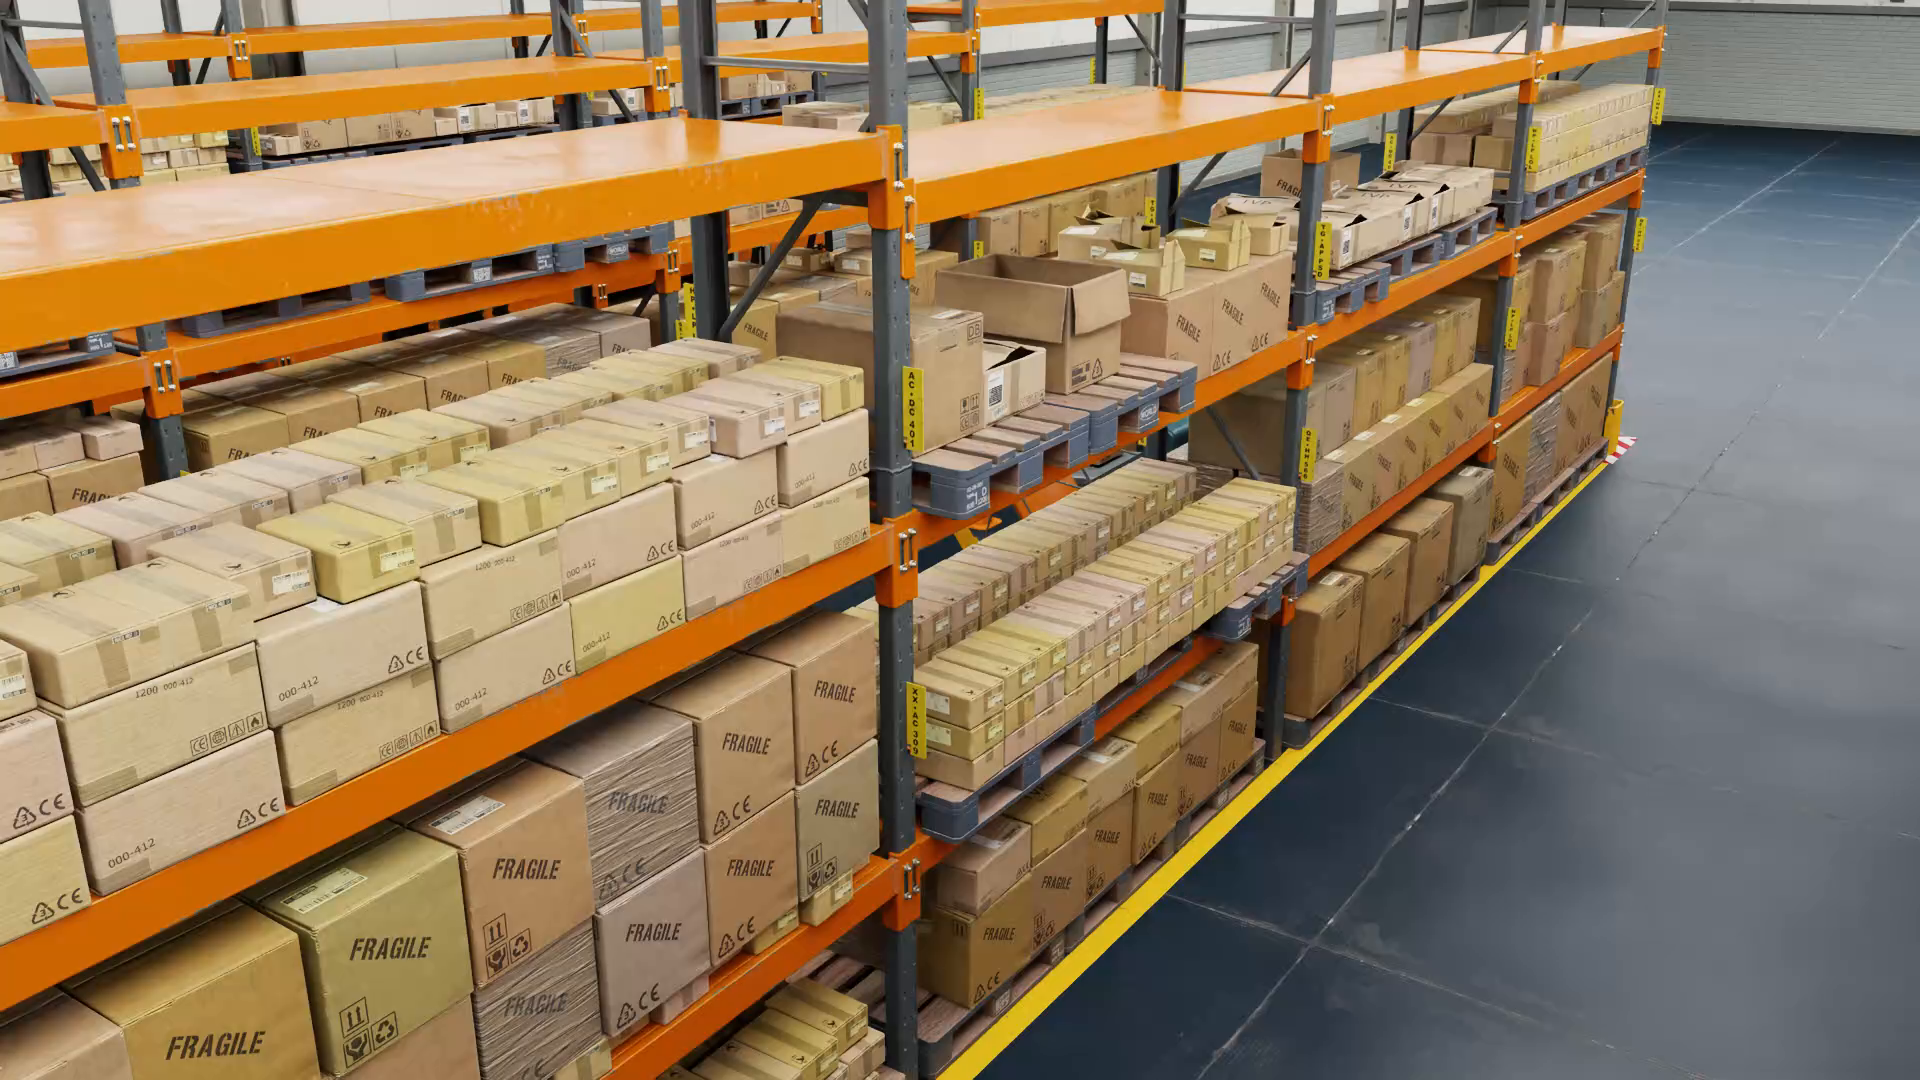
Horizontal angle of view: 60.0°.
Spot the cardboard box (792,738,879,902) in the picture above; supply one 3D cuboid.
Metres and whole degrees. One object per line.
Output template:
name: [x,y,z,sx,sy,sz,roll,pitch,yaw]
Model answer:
cardboard box: [-0.673,1.052,6.671,0.500,0.500,0.500,13,24,32]

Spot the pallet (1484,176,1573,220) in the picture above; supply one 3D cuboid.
pallet: [4.331,-2.849,13.594,1.003,0.211,1.213,13,24,32]

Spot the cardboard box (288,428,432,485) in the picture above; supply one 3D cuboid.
cardboard box: [-1.914,-0.232,5.312,0.380,0.149,0.250,12,24,30]

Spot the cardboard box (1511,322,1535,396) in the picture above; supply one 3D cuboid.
cardboard box: [4.350,-1.591,14.175,0.875,0.550,0.550,13,24,32]

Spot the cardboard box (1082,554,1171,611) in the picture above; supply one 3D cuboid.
cardboard box: [0.841,0.214,8.409,0.380,0.149,0.250,14,25,33]

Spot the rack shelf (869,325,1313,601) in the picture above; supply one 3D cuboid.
rack shelf: [0.489,-0.599,8.420,1.077,0.370,4.000,13,24,32]

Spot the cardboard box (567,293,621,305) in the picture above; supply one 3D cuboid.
cardboard box: [-4.279,-2.709,19.330,0.500,0.250,0.500,14,24,33]

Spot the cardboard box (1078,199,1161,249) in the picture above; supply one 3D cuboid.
cardboard box: [0.868,-1.705,9.128,0.396,0.266,0.258,13,24,32]

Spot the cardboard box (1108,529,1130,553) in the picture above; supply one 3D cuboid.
cardboard box: [0.736,0.006,9.401,0.380,0.149,0.250,13,24,32]

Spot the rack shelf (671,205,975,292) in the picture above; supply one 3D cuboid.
rack shelf: [-1.413,-2.683,14.054,1.077,0.370,4.000,13,24,32]

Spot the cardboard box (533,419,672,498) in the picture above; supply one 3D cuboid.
cardboard box: [-1.164,-0.270,5.414,0.380,0.149,0.250,12,24,30]

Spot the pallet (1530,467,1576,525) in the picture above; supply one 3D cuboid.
pallet: [5.039,-0.497,15.452,1.003,0.211,1.213,13,24,32]

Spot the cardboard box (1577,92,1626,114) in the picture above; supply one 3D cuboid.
cardboard box: [5.631,-3.851,14.641,0.380,0.149,0.250,13,24,32]

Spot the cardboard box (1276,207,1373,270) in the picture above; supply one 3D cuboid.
cardboard box: [2.202,-1.877,10.217,0.500,0.311,0.500,13,24,32]

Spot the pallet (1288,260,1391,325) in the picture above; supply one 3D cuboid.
pallet: [1.932,-1.616,10.407,1.213,0.211,1.003,15,25,34]

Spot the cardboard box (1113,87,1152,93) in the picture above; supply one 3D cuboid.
cardboard box: [1.837,-4.777,17.891,0.380,0.149,0.250,14,24,33]

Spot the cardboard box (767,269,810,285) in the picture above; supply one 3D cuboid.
cardboard box: [-1.640,-2.059,14.478,0.500,0.500,0.500,12,24,30]

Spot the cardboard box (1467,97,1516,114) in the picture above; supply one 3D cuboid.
cardboard box: [4.514,-3.687,14.195,0.380,0.149,0.250,13,24,31]

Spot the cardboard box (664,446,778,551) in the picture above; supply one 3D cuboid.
cardboard box: [-0.986,-0.197,5.794,0.500,0.250,0.500,12,24,30]

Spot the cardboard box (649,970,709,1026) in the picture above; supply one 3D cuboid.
cardboard box: [-1.150,1.603,6.116,0.380,0.149,0.250,12,23,30]

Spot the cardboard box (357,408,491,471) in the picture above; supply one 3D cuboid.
cardboard box: [-1.778,-0.309,5.522,0.380,0.149,0.250,15,25,34]

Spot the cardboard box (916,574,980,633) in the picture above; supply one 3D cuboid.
cardboard box: [-0.126,0.307,8.158,0.380,0.149,0.250,13,24,32]

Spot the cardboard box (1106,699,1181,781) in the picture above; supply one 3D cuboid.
cardboard box: [0.872,1.058,9.146,0.500,0.250,0.500,14,24,33]

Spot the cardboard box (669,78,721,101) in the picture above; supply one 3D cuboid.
cardboard box: [-3.214,-5.391,19.442,0.797,0.503,0.637,14,25,34]

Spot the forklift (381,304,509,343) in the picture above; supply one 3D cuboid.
forklift: [-3.880,-1.319,13.754,1.130,2.935,3.031,13,24,32]

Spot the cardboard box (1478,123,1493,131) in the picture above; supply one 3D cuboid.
cardboard box: [4.211,-3.307,13.743,0.500,0.250,0.500,13,24,32]

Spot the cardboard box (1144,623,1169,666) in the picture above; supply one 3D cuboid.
cardboard box: [0.841,0.495,8.508,0.380,0.149,0.250,12,23,29]

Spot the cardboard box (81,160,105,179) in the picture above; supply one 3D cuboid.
cardboard box: [-7.260,-3.098,13.783,0.380,0.149,0.250,14,24,32]

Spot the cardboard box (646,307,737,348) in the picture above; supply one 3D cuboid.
cardboard box: [-2.093,-1.507,12.984,0.500,0.500,0.500,12,24,30]

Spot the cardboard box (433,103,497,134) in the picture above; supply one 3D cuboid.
cardboard box: [-5.033,-4.287,16.735,0.500,0.311,0.500,12,24,30]

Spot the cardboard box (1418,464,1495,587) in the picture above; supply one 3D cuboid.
cardboard box: [3.587,-0.197,13.258,1.050,0.750,0.750,13,24,32]

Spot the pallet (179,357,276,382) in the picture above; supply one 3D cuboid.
pallet: [-6.967,-1.708,14.983,1.213,0.211,1.003,13,24,32]

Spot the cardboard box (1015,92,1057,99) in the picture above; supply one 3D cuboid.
cardboard box: [0.794,-4.594,17.398,0.380,0.149,0.250,14,25,33]

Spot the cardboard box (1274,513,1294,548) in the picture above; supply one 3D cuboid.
cardboard box: [1.712,-0.091,9.663,0.380,0.149,0.250,14,24,33]

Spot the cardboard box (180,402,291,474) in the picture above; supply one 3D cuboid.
cardboard box: [-4.301,-0.478,9.795,0.500,0.500,0.500,14,24,32]

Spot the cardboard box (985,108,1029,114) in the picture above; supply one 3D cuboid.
cardboard box: [0.436,-4.031,15.875,0.380,0.149,0.250,12,24,30]

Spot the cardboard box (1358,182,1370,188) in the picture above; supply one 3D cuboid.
cardboard box: [3.074,-2.534,12.229,0.250,0.149,0.380,13,24,32]

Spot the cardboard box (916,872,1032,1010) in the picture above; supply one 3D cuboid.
cardboard box: [0.000,1.860,8.059,0.500,0.500,0.500,14,25,34]

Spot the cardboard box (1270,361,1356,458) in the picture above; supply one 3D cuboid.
cardboard box: [2.157,-0.891,10.912,0.700,0.500,0.500,13,24,31]

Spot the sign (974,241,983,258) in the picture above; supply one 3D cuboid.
sign: [0.172,-2.623,15.511,0.100,0.325,0.005,13,24,32]

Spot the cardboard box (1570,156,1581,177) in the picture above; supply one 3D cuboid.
cardboard box: [4.918,-3.114,13.796,0.380,0.149,0.250,13,24,31]

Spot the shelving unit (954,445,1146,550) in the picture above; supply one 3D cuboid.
shelving unit: [0.739,-0.529,13.899,1.500,0.587,1.083,-29,1,37]

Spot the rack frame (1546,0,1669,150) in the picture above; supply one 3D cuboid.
rack frame: [6.111,-5.212,15.532,1.000,3.000,0.127,13,24,32]

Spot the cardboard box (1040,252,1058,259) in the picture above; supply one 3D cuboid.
cardboard box: [0.745,-2.735,16.911,0.500,0.500,0.500,13,24,31]

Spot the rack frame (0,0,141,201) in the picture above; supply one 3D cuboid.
rack frame: [-4.786,-2.705,8.755,1.000,3.000,0.127,13,24,32]

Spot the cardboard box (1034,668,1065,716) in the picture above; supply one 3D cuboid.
cardboard box: [0.256,0.654,7.649,0.380,0.149,0.250,14,24,33]

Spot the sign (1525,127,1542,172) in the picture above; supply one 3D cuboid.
sign: [4.316,-2.945,12.527,0.100,0.325,0.005,13,24,32]

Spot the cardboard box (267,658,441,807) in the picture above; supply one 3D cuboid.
cardboard box: [-1.841,0.476,4.693,0.500,0.250,0.500,12,24,30]

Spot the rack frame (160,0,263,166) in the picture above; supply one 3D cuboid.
rack frame: [-6.644,-4.820,14.472,1.000,3.000,0.127,13,24,32]

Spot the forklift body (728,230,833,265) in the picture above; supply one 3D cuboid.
forklift body: [-1.704,-3.004,19.433,2.313,2.155,1.214,13,24,32]

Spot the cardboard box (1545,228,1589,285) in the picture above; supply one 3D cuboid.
cardboard box: [5.210,-2.566,15.254,0.875,0.550,0.550,13,24,32]

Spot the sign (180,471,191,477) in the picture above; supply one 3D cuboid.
sign: [-4.326,-0.227,9.340,0.100,0.325,0.005,13,24,32]

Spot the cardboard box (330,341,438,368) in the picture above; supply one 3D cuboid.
cardboard box: [-3.878,-1.028,11.281,0.500,0.500,0.500,14,24,33]

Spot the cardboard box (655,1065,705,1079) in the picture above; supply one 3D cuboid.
cardboard box: [-1.075,2.272,6.594,0.380,0.149,0.250,14,25,34]
